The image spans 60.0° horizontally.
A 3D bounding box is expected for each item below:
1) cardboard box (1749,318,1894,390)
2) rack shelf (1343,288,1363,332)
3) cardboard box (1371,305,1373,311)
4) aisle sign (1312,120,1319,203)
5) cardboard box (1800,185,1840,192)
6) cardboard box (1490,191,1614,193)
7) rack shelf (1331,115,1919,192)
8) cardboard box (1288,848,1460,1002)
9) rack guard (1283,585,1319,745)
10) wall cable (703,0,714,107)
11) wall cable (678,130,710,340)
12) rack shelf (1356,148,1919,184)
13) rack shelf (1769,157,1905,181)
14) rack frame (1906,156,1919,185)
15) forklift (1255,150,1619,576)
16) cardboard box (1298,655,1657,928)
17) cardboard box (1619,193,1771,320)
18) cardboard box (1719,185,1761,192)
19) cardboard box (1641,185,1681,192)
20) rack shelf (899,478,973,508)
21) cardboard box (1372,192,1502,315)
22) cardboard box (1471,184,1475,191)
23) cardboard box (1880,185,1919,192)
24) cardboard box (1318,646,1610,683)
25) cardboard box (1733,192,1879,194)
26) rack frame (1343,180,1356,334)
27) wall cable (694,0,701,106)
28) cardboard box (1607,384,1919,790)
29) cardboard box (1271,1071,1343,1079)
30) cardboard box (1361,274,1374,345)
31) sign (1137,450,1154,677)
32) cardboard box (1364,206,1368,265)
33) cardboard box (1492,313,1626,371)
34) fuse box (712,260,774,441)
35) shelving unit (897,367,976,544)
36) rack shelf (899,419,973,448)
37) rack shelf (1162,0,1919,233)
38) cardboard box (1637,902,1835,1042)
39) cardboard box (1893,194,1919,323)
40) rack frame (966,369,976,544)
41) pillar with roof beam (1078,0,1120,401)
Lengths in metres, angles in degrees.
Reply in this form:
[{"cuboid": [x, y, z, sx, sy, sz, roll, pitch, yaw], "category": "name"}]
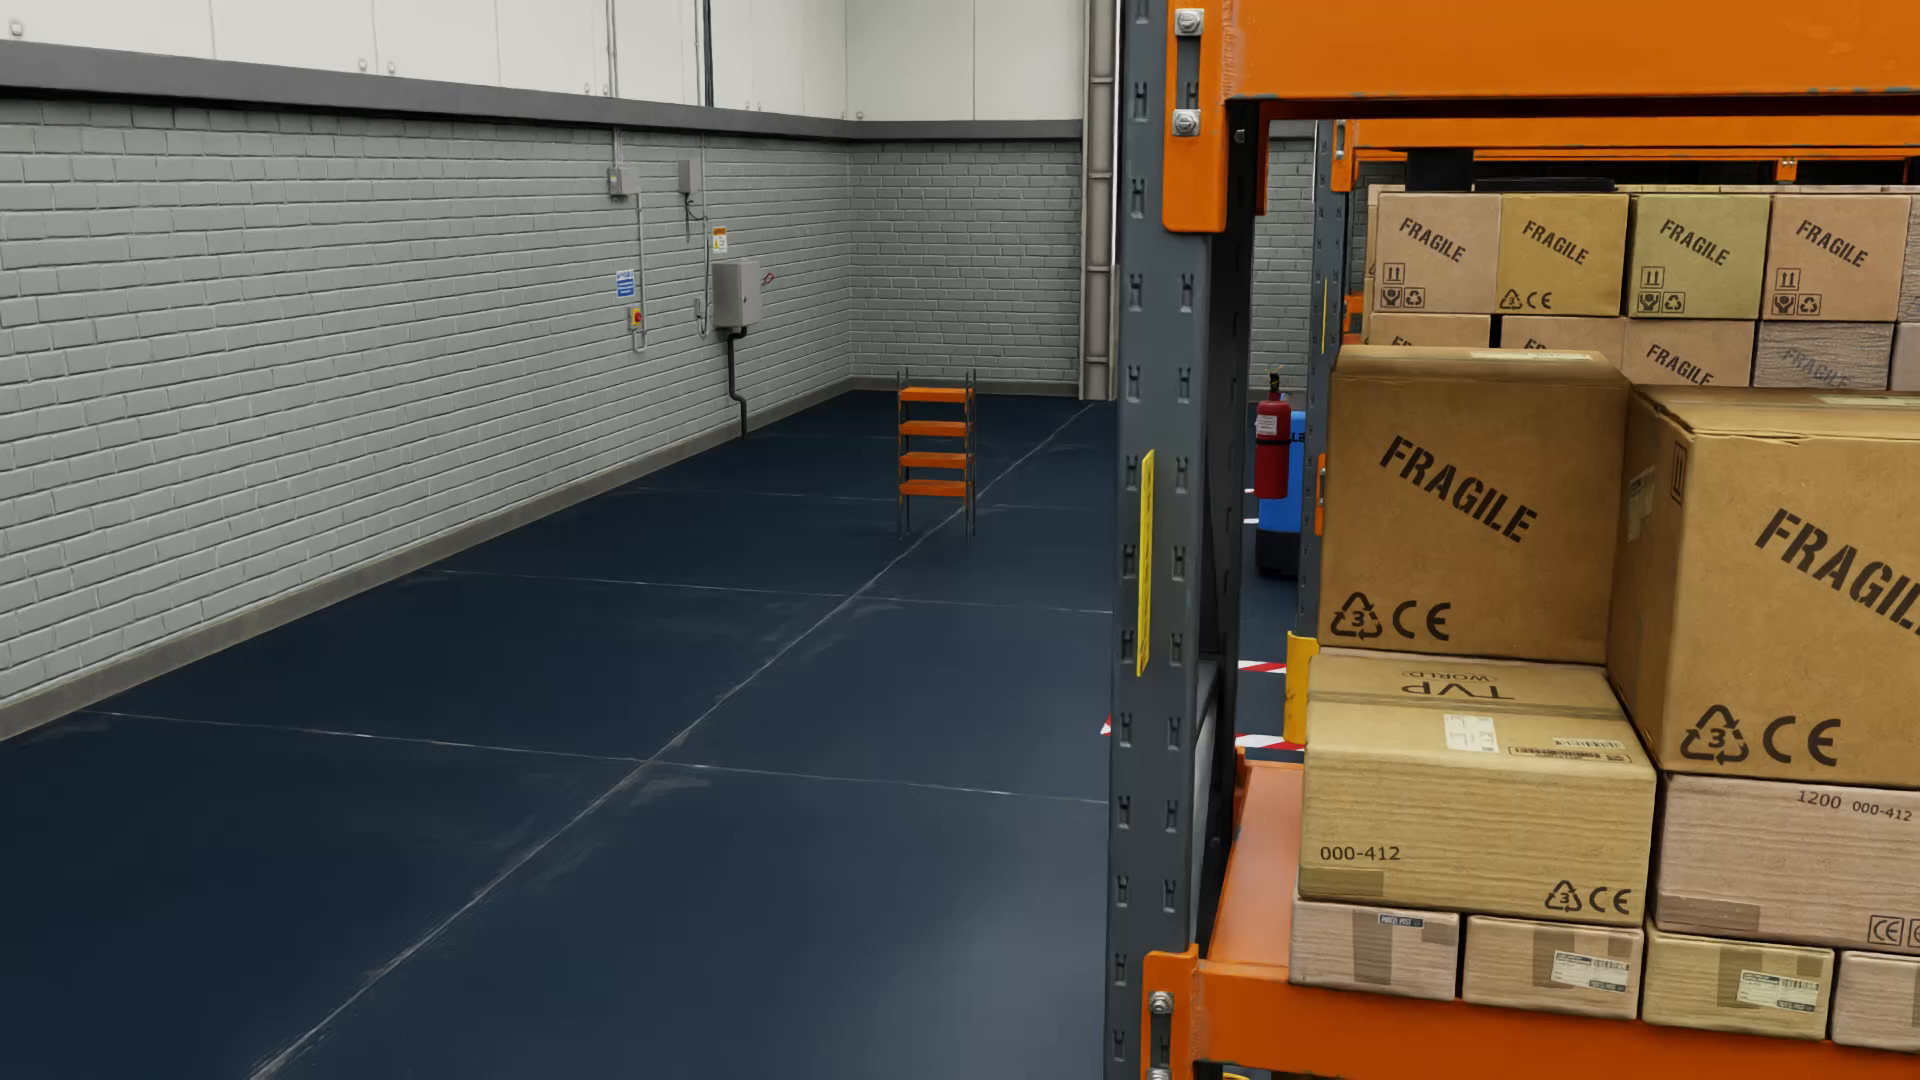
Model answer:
[{"cuboid": [3.565, -0.695, 7.024, 0.500, 0.500, 0.500, 3, 13, 12], "category": "cardboard box"}, {"cuboid": [5.916, -2.293, 16.806, 4.000, 0.370, 1.077, 3, 13, 14], "category": "rack shelf"}, {"cuboid": [2.199, -0.883, 7.871, 0.500, 0.500, 0.500, 3, 13, 15], "category": "cardboard box"}, {"cuboid": [1.558, -1.868, 7.226, 0.004, 0.787, 0.394, 3, 13, 14], "category": "aisle sign"}, {"cuboid": [5.827, -2.351, 11.368, 0.250, 0.149, 0.380, 3, 13, 14], "category": "cardboard box"}, {"cuboid": [2.697, -1.343, 7.634, 0.500, 0.500, 0.500, 3, 13, 12], "category": "cardboard box"}, {"cuboid": [3.643, -1.668, 7.060, 4.000, 0.370, 1.077, 3, 13, 14], "category": "rack shelf"}, {"cuboid": [0.680, 0.590, 2.729, 0.250, 0.149, 0.380, 3, 13, 14], "category": "cardboard box"}, {"cuboid": [1.775, 0.566, 8.028, 0.348, 0.500, 1.175, 3, 13, 14], "category": "rack guard"}, {"cuboid": [-1.914, -5.629, 16.244, 0.133, 3.039, 2.988, 3, 13, 14], "category": "wall cable"}, {"cuboid": [-2.363, -2.787, 15.024, 0.122, 1.984, 0.588, 3, 13, 14], "category": "wall cable"}, {"cuboid": [4.731, -2.714, 11.776, 4.000, 0.370, 1.077, 3, 13, 14], "category": "rack shelf"}, {"cuboid": [9.800, -3.550, 15.546, 4.000, 0.370, 1.077, 3, 13, 14], "category": "rack shelf"}, {"cuboid": [6.672, -1.497, 11.555, 0.127, 3.000, 1.000, 3, 13, 14], "category": "rack frame"}, {"cuboid": [3.473, -1.202, 10.382, 3.031, 2.935, 1.130, 4, 13, 17], "category": "forklift"}, {"cuboid": [0.816, 0.389, 2.714, 0.500, 0.250, 0.500, 3, 13, 12], "category": "cardboard box"}, {"cuboid": [3.064, -1.205, 7.012, 0.500, 0.500, 0.500, 3, 13, 12], "category": "cardboard box"}, {"cuboid": [5.326, -2.366, 11.435, 0.250, 0.149, 0.380, 3, 13, 13], "category": "cardboard box"}, {"cuboid": [4.829, -2.389, 11.538, 0.250, 0.149, 0.380, 3, 13, 14], "category": "cardboard box"}, {"cuboid": [-0.161, -0.335, 11.700, 0.480, 0.148, 0.258, 3, 13, 14], "category": "rack shelf"}, {"cuboid": [2.073, -1.261, 7.267, 0.500, 0.500, 0.500, 3, 13, 13], "category": "cardboard box"}, {"cuboid": [3.564, -2.445, 11.792, 0.250, 0.149, 0.380, 3, 13, 15], "category": "cardboard box"}, {"cuboid": [6.297, -2.299, 11.136, 0.250, 0.149, 0.380, 3, 13, 12], "category": "cardboard box"}, {"cuboid": [0.949, 0.277, 3.220, 0.500, 0.250, 0.500, 3, 13, 13], "category": "cardboard box"}, {"cuboid": [3.718, -1.291, 7.400, 0.500, 0.500, 0.500, 3, 13, 12], "category": "cardboard box"}, {"cuboid": [3.975, -2.748, 17.196, 0.127, 3.000, 1.000, 3, 13, 14], "category": "rack frame"}, {"cuboid": [-2.618, -5.027, 13.617, 0.029, 3.000, 2.355, 3, 13, 14], "category": "wall cable"}, {"cuboid": [1.301, 0.049, 2.515, 0.500, 0.500, 0.500, 3, 13, 12], "category": "cardboard box"}, {"cuboid": [1.055, 1.228, 3.208, 0.875, 0.875, 0.875, 3, 13, 14], "category": "cardboard box"}, {"cuboid": [3.186, -1.668, 12.095, 0.500, 0.500, 0.500, 3, 13, 13], "category": "cardboard box"}, {"cuboid": [0.276, 0.035, 2.471, 0.005, 0.325, 0.100, 3, 13, 14], "category": "sign"}, {"cuboid": [3.314, -2.266, 12.484, 0.500, 0.500, 0.500, 4, 13, 15], "category": "cardboard box"}, {"cuboid": [2.596, -0.748, 7.264, 0.500, 0.500, 0.500, 3, 13, 14], "category": "cardboard box"}, {"cuboid": [-2.046, -1.797, 15.884, 0.414, 1.711, 0.539, 3, 13, 14], "category": "fuse box"}, {"cuboid": [-0.161, -0.594, 11.643, 0.503, 1.200, 0.258, 3, 13, 14], "category": "shelving unit"}, {"cuboid": [-0.161, -0.747, 11.609, 0.480, 0.148, 0.258, 3, 13, 14], "category": "rack shelf"}, {"cuboid": [2.356, -0.630, 2.383, 4.000, 0.370, 1.077, 3, 13, 14], "category": "rack shelf"}, {"cuboid": [1.178, 0.616, 2.611, 0.250, 0.149, 0.380, 3, 13, 12], "category": "cardboard box"}, {"cuboid": [4.067, -1.156, 6.791, 0.500, 0.500, 0.500, 3, 13, 15], "category": "cardboard box"}, {"cuboid": [0.076, -0.582, 11.585, 0.015, 1.200, 0.240, 3, 13, 14], "category": "rack frame"}, {"cuboid": [0.541, -5.101, 13.951, 0.400, 9.000, 9.100, 3, 13, 14], "category": "pillar with roof beam"}]
